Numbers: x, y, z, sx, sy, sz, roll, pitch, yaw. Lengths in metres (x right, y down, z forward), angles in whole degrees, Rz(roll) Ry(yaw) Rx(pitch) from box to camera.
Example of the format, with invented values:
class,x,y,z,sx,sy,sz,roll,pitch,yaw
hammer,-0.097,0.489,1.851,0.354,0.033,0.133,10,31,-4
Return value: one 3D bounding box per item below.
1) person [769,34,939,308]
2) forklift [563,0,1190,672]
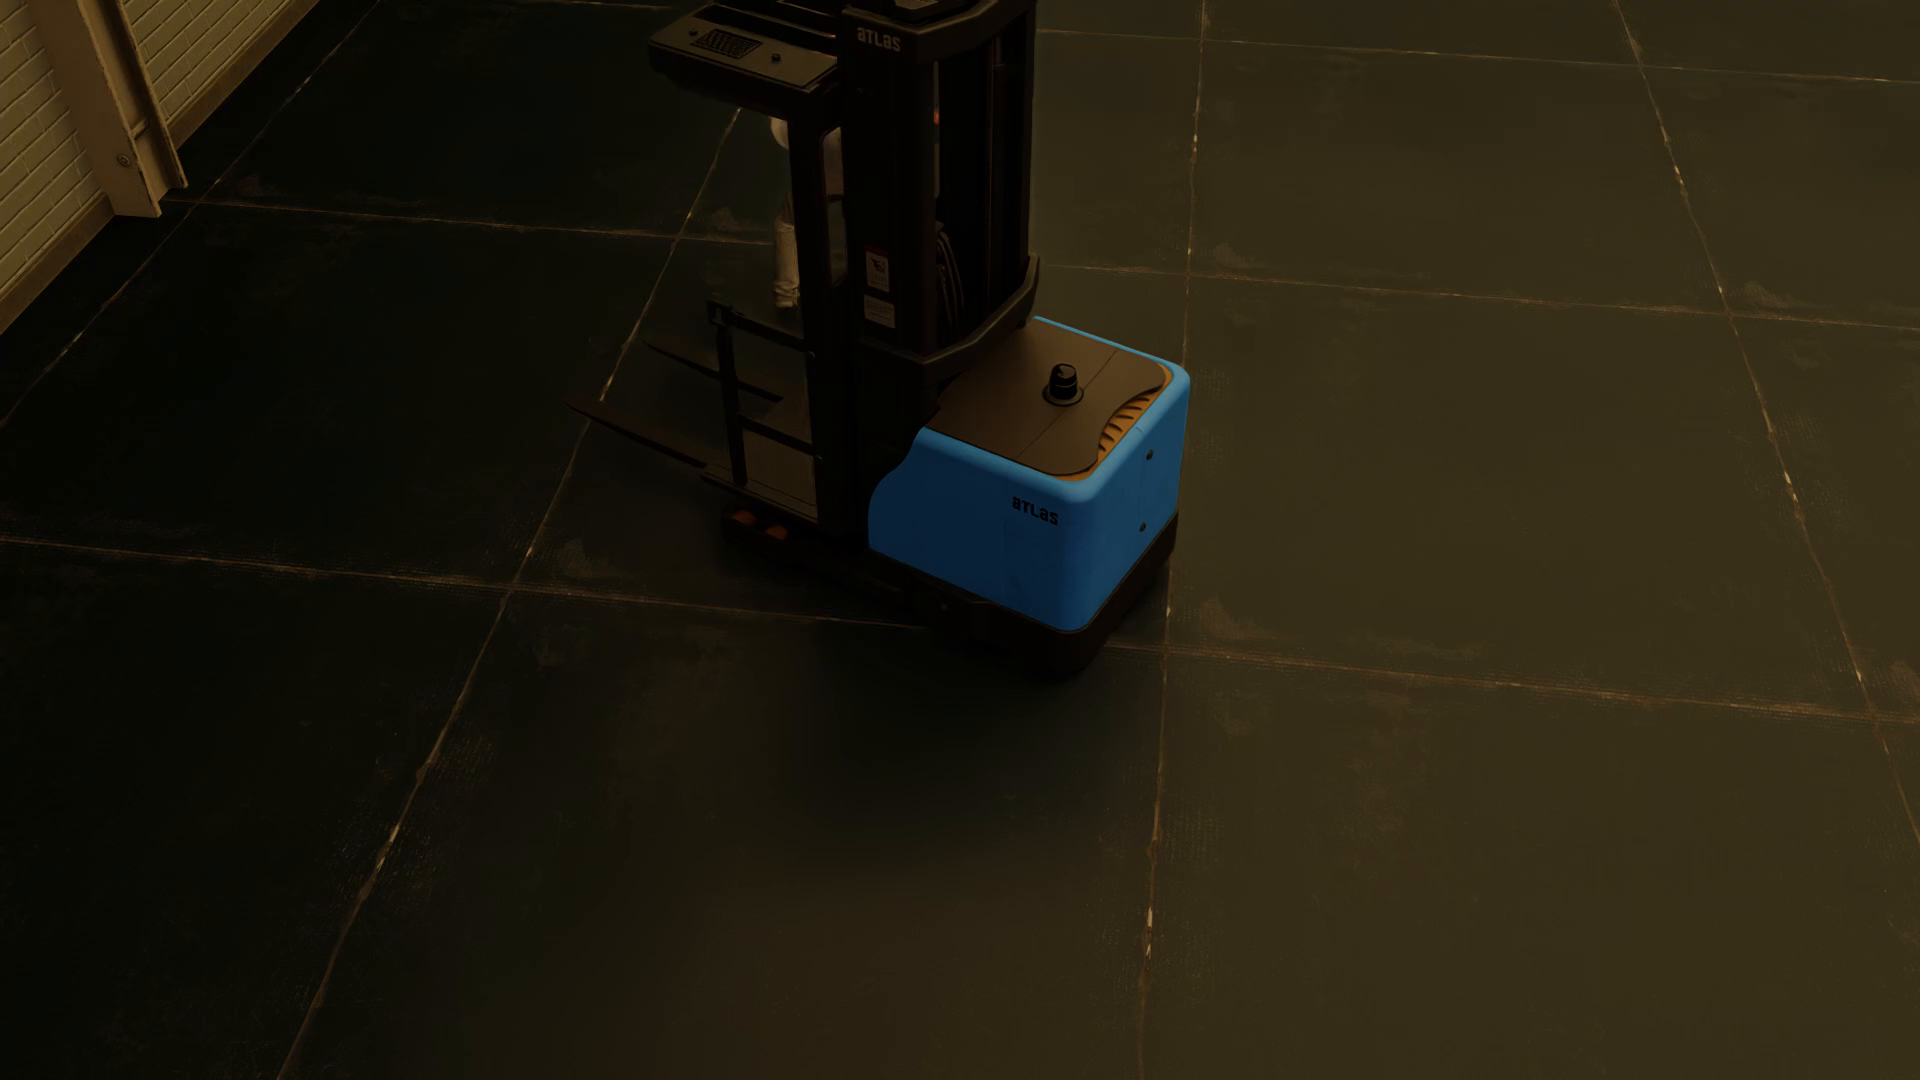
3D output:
class,x,y,z,sx,sy,sz,roll,pitch,yaw
person,-0.539,-1.928,8.819,0.975,1.520,0.751,4,43,4
forklift,-0.524,-1.268,7.105,3.031,2.935,1.130,23,47,23
